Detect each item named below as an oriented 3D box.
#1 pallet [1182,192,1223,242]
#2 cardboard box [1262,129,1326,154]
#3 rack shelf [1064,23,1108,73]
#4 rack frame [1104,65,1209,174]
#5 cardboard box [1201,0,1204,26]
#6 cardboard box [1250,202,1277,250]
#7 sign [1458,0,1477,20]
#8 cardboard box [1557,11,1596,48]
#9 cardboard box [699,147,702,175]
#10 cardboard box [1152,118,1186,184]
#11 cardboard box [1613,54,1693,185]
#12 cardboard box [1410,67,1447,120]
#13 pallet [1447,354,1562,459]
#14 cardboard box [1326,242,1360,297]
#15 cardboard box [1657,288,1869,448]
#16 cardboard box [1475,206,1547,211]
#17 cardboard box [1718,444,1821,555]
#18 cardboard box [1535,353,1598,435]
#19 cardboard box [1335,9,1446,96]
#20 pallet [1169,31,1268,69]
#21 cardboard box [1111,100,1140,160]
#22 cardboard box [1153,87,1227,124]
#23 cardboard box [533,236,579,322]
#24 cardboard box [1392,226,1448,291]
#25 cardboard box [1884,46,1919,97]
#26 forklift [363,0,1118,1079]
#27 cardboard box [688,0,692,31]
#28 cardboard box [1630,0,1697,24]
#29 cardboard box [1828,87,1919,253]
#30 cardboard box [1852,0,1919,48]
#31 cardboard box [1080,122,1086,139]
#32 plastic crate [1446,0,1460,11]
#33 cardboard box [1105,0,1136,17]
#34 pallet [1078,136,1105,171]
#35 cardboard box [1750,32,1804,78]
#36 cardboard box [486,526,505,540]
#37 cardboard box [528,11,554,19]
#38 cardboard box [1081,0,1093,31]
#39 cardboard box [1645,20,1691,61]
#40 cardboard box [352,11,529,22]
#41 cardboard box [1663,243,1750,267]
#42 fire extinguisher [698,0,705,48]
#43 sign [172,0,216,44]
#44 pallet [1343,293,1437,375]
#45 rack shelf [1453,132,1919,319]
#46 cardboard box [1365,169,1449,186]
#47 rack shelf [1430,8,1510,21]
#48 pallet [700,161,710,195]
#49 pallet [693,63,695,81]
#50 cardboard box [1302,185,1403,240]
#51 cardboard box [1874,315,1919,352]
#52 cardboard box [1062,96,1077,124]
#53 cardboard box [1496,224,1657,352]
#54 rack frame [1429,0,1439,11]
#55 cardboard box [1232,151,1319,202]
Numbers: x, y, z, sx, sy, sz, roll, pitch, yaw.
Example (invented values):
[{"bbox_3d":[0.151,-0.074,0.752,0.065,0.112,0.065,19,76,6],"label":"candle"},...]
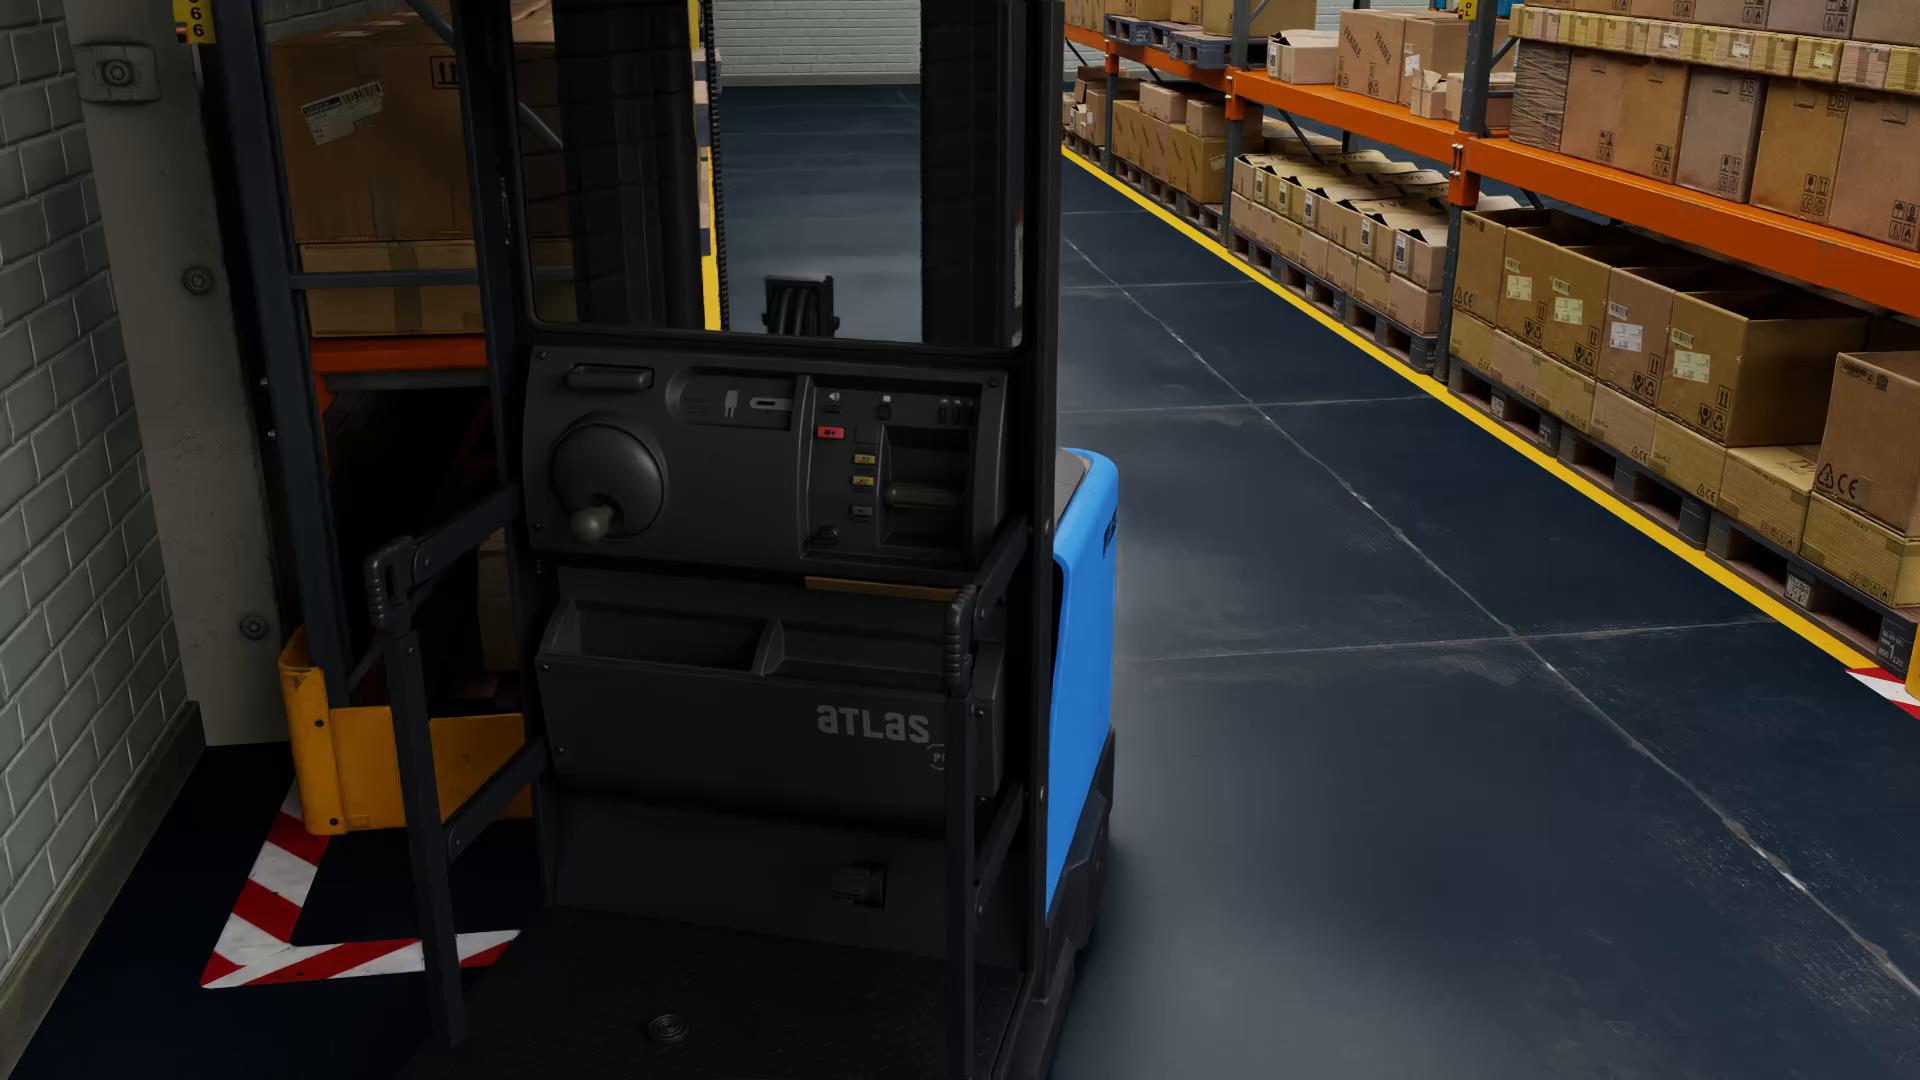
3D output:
[{"bbox_3d":[2.437,-2.631,13.460,1.003,0.211,1.213,-3,21,-8],"label":"pallet"},{"bbox_3d":[2.643,-3.065,13.580,0.500,0.500,0.500,-4,21,-10],"label":"cardboard box"},{"bbox_3d":[1.642,-5.418,17.962,1.077,0.370,4.000,-3,21,-8],"label":"rack shelf"},{"bbox_3d":[1.930,-5.062,15.983,1.000,3.000,0.127,-3,21,-8],"label":"rack frame"},{"bbox_3d":[2.362,-4.459,13.626,0.700,0.500,0.500,1,20,2],"label":"cardboard box"},{"bbox_3d":[2.365,-2.216,11.691,0.500,0.250,0.500,-3,21,-9],"label":"cardboard box"},{"bbox_3d":[2.548,-2.767,8.295,0.100,0.325,0.005,-3,21,-8],"label":"sign"},{"bbox_3d":[3.006,-2.364,7.689,0.380,0.149,0.250,-3,21,-9],"label":"cardboard box"},{"bbox_3d":[-2.618,-3.475,14.204,0.750,0.750,0.750,-2,21,-6],"label":"cardboard box"},{"bbox_3d":[1.984,-3.385,14.436,0.500,0.500,0.500,-4,21,-10],"label":"cardboard box"},{"bbox_3d":[3.305,-1.830,7.185,0.700,0.500,0.500,-3,21,-7],"label":"cardboard box"},{"bbox_3d":[2.775,-2.525,9.380,0.396,0.266,0.258,-3,21,-9],"label":"cardboard box"},{"bbox_3d":[3.157,-0.709,8.312,1.003,0.211,1.213,-3,21,-8],"label":"pallet"},{"bbox_3d":[2.592,-1.682,10.263,0.500,0.250,0.500,-2,21,-7],"label":"cardboard box"},{"bbox_3d":[3.130,-0.683,6.517,0.500,0.500,0.500,-3,21,-8],"label":"cardboard box"},{"bbox_3d":[3.204,-1.793,9.758,0.500,0.311,0.500,-3,21,-8],"label":"cardboard box"},{"bbox_3d":[3.207,-0.159,6.185,0.500,0.250,0.500,-3,21,-8],"label":"cardboard box"},{"bbox_3d":[2.984,-0.678,7.575,0.500,0.250,0.500,-3,21,-8],"label":"cardboard box"},{"bbox_3d":[2.765,-3.144,10.704,0.500,0.500,0.500,-4,21,-11],"label":"cardboard box"},{"bbox_3d":[2.340,-3.818,12.927,1.213,0.211,1.003,-3,21,-8],"label":"pallet"},{"bbox_3d":[1.759,-3.917,15.862,0.500,0.500,0.500,-4,21,-10],"label":"cardboard box"},{"bbox_3d":[1.976,-3.749,14.338,0.500,0.250,0.500,-3,21,-9],"label":"cardboard box"},{"bbox_3d":[-0.997,-0.780,4.704,0.500,0.250,0.500,-4,21,-9],"label":"cardboard box"},{"bbox_3d":[2.742,-1.589,9.213,0.500,0.311,0.500,-3,21,-8],"label":"cardboard box"},{"bbox_3d":[3.341,-1.560,5.535,0.380,0.149,0.250,-3,21,-9],"label":"cardboard box"},{"bbox_3d":[-0.421,-0.137,2.895,1.130,2.935,3.031,5,21,12],"label":"forklift"},{"bbox_3d":[-1.366,-2.011,6.927,0.500,0.500,0.500,-3,21,-8],"label":"cardboard box"},{"bbox_3d":[3.299,-2.445,6.979,0.700,0.500,0.500,-3,21,-8],"label":"cardboard box"},{"bbox_3d":[3.525,-1.298,5.762,0.700,0.500,0.500,-2,21,-6],"label":"cardboard box"},{"bbox_3d":[3.517,-1.924,5.584,0.700,0.500,0.500,-3,21,-9],"label":"cardboard box"},{"bbox_3d":[1.454,-4.243,17.234,0.380,0.149,0.250,-3,21,-8],"label":"cardboard box"},{"bbox_3d":[5.930,-6.383,19.810,0.250,0.136,0.298,-3,21,-8],"label":"plastic crate"},{"bbox_3d":[1.777,-5.130,15.422,0.700,0.500,0.500,-10,23,-26],"label":"cardboard box"},{"bbox_3d":[1.832,-3.994,17.107,1.003,0.211,1.213,-3,21,-8],"label":"pallet"},{"bbox_3d":[3.229,-1.829,6.256,0.380,0.149,0.250,-2,21,-6],"label":"cardboard box"},{"bbox_3d":[-1.334,-0.044,5.762,0.500,0.311,0.500,-1,21,-3],"label":"cardboard box"},{"bbox_3d":[-1.142,-1.478,5.500,0.500,0.500,0.500,-4,21,-10],"label":"cardboard box"},{"bbox_3d":[1.529,-5.448,16.872,0.500,0.500,0.500,-2,21,-6],"label":"cardboard box"},{"bbox_3d":[3.120,-2.094,6.966,0.380,0.149,0.250,-4,21,-9],"label":"cardboard box"},{"bbox_3d":[-1.661,-1.453,5.433,0.500,0.500,0.500,-3,21,-9],"label":"cardboard box"},{"bbox_3d":[3.503,-1.056,7.514,0.500,0.500,0.500,-3,21,-8],"label":"cardboard box"},{"bbox_3d":[-3.113,-6.061,19.299,0.296,0.674,0.183,-3,21,-8],"label":"fire extinguisher"},{"bbox_3d":[-1.793,-1.326,3.872,0.100,0.325,0.005,-3,21,-8],"label":"sign"},{"bbox_3d":[2.939,-1.239,9.732,1.003,0.211,1.213,-3,21,-8],"label":"pallet"},{"bbox_3d":[3.372,-1.263,6.838,1.077,0.370,4.000,-3,21,-8],"label":"rack shelf"},{"bbox_3d":[2.978,-2.325,11.183,0.500,0.311,0.500,-3,21,-8],"label":"cardboard box"},{"bbox_3d":[6.544,-5.666,18.628,1.077,0.370,4.000,-3,21,-8],"label":"rack shelf"},{"bbox_3d":[-2.785,-3.241,15.093,1.003,0.211,1.213,-3,21,-8],"label":"pallet"},{"bbox_3d":[-2.069,-2.653,9.806,1.003,0.211,1.213,-3,21,-8],"label":"pallet"},{"bbox_3d":[2.522,-2.116,10.623,0.500,0.311,0.500,-3,21,-8],"label":"cardboard box"},{"bbox_3d":[3.729,-0.537,6.125,0.500,0.500,0.500,-3,21,-8],"label":"cardboard box"},{"bbox_3d":[1.296,-4.816,18.625,0.500,0.250,0.500,-3,21,-8],"label":"cardboard box"},{"bbox_3d":[2.920,-1.203,7.908,0.500,0.500,0.500,-3,21,-8],"label":"cardboard box"},{"bbox_3d":[6.256,-6.696,20.356,1.000,3.000,0.127,-3,21,-8],"label":"rack frame"},{"bbox_3d":[2.292,-2.652,12.059,0.500,0.311,0.500,-2,21,-6],"label":"cardboard box"}]
